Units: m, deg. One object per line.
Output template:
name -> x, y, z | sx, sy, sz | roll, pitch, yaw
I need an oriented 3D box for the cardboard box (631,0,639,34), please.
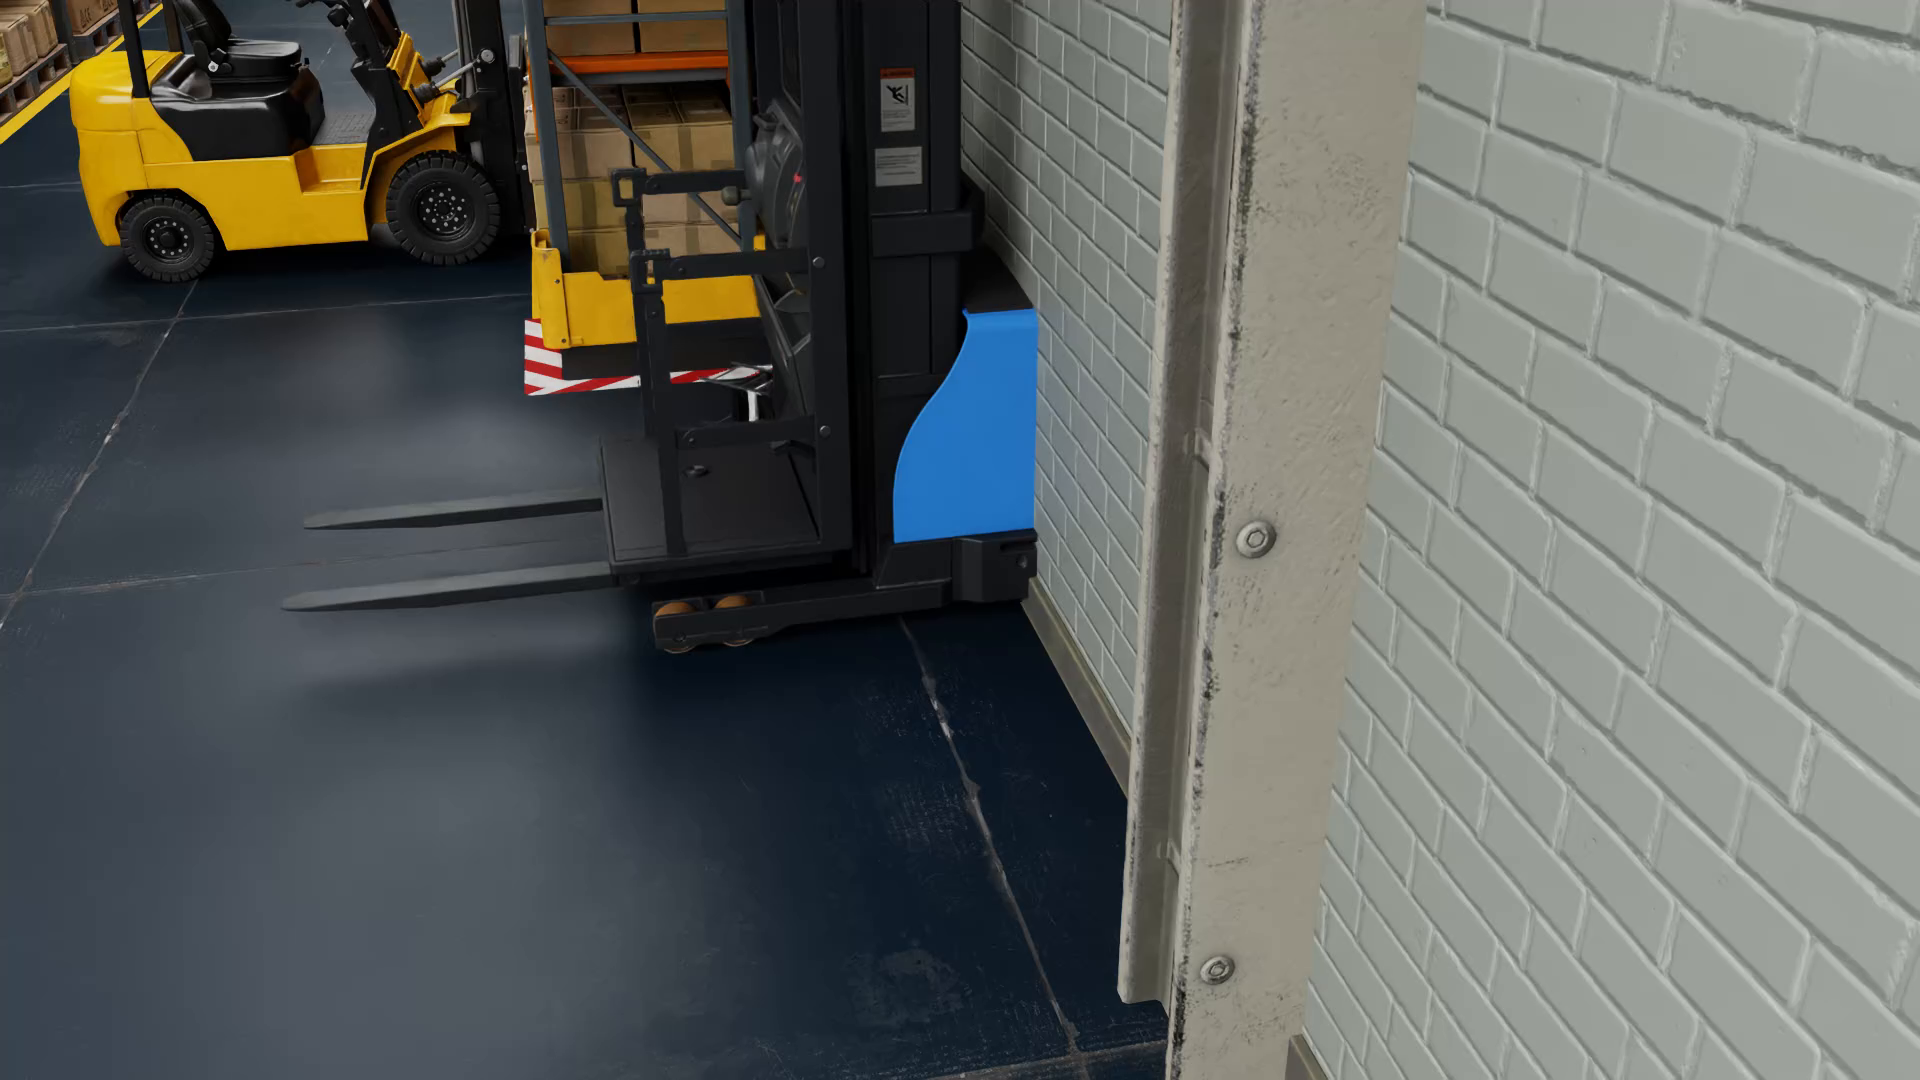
cardboard box -> -1.475, -2.924, 8.603 | 0.500, 0.500, 0.500 | -5, 27, -10

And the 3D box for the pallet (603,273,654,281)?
pallet -> -1.708, -1.494, 8.975 | 1.003, 0.211, 1.213 | -6, 27, -12

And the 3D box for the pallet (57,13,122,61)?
pallet -> -8.237, -4.522, 14.975 | 1.003, 0.211, 1.213 | -6, 27, -12

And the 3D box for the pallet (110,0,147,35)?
pallet -> -8.509, -5.057, 16.034 | 1.003, 0.211, 1.213 | -6, 27, -12

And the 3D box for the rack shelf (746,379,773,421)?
rack shelf -> -0.807, -0.581, 7.163 | 0.077, 0.200, 0.258 | 15, 30, 28

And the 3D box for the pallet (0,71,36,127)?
pallet -> -7.687, -3.291, 12.535 | 1.003, 0.211, 1.213 | -6, 27, -12

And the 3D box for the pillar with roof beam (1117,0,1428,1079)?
pillar with roof beam -> -3.616, -2.411, 1.040 | 9.100, 9.000, 0.400 | -6, 27, -12

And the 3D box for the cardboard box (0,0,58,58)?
cardboard box -> -8.015, -4.179, 13.650 | 0.950, 0.372, 0.625 | -8, 28, -15

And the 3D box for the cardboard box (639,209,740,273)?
cardboard box -> -1.415, -1.602, 8.681 | 0.500, 0.250, 0.500 | -6, 27, -11

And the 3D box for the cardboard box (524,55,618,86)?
cardboard box -> -2.254, -2.651, 9.649 | 0.500, 0.250, 0.500 | -7, 28, -13

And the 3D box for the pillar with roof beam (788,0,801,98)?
pillar with roof beam -> -4.968, -5.045, 6.259 | 9.100, 9.000, 0.400 | -6, 27, -12

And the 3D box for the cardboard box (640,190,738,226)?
cardboard box -> -1.398, -1.818, 8.553 | 0.500, 0.250, 0.500 | -5, 27, -11

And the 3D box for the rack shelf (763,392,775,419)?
rack shelf -> -0.731, -0.561, 7.121 | 0.077, 0.200, 0.258 | 15, 30, 28

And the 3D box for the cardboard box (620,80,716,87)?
cardboard box -> -1.637, -2.483, 9.316 | 0.500, 0.250, 0.500 | -6, 27, -12

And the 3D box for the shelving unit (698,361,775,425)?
shelving unit -> -0.682, -0.548, 7.094 | 0.900, 0.210, 0.258 | 15, 30, 28

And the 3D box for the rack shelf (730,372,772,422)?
rack shelf -> -0.884, -0.602, 7.205 | 0.077, 0.200, 0.258 | 15, 30, 28

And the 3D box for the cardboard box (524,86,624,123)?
cardboard box -> -2.023, -2.207, 8.770 | 0.500, 0.250, 0.500 | -5, 27, -11

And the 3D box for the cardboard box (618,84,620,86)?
cardboard box -> -1.746, -2.709, 9.764 | 0.500, 0.250, 0.500 | -6, 27, -13

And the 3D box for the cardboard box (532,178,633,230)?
cardboard box -> -1.909, -1.772, 8.462 | 0.500, 0.250, 0.500 | -6, 27, -12

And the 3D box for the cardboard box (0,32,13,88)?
cardboard box -> -7.676, -3.522, 12.349 | 0.950, 0.372, 0.625 | -5, 27, -10

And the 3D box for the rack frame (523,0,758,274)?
rack frame -> -1.495, -2.407, 7.690 | 1.000, 3.000, 0.127 | -6, 27, -12

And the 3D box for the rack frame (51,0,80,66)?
rack frame -> -8.133, -5.413, 13.646 | 1.000, 3.000, 0.127 | -6, 27, -12

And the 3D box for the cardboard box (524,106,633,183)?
cardboard box -> -1.902, -1.984, 8.327 | 0.500, 0.250, 0.500 | -5, 27, -10

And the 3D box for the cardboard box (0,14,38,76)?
cardboard box -> -7.841, -3.855, 13.010 | 0.950, 0.372, 0.625 | -6, 27, -13

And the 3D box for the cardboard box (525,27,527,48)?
cardboard box -> -2.488, -3.100, 10.538 | 0.500, 0.250, 0.500 | -6, 27, -12

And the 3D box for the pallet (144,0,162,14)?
pallet -> -8.787, -5.593, 17.097 | 1.003, 0.211, 1.213 | -6, 27, -12

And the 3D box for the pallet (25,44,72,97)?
pallet -> -7.958, -3.825, 13.594 | 1.003, 0.211, 1.213 | -6, 27, -12

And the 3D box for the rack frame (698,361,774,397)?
rack frame -> -0.683, -0.639, 7.049 | 0.900, 0.006, 0.240 | 15, 30, 28

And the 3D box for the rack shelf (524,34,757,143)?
rack shelf -> -1.946, -2.964, 9.591 | 1.077, 0.370, 4.000 | -6, 27, -12

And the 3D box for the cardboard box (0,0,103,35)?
cardboard box -> -8.208, -4.964, 14.648 | 0.875, 0.875, 0.875 | -6, 27, -12

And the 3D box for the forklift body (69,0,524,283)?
forklift body -> -3.700, -2.675, 9.163 | 2.313, 2.155, 1.214 | -6, 27, -12

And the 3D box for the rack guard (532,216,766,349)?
rack guard -> -1.489, -1.280, 8.232 | 1.175, 0.500, 0.348 | -6, 27, -12

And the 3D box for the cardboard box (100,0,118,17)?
cardboard box -> -8.405, -5.356, 15.424 | 0.875, 0.875, 0.875 | -6, 27, -11

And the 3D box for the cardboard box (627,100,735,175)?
cardboard box -> -1.419, -2.043, 8.445 | 0.500, 0.250, 0.500 | -6, 27, -12

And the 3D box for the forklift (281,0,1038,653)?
forklift -> -0.778, -1.195, 5.366 | 3.031, 2.935, 1.130 | -6, 27, -12

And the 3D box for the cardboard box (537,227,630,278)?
cardboard box -> -1.909, -1.541, 8.560 | 0.500, 0.250, 0.500 | -6, 27, -11

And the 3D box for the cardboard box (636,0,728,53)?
cardboard box -> -1.336, -2.697, 8.154 | 0.500, 0.500, 0.500 | -5, 27, -10

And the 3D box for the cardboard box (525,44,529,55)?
cardboard box -> -2.364, -2.882, 10.107 | 0.500, 0.250, 0.500 | -5, 27, -10

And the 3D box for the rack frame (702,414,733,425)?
rack frame -> -0.681, -0.457, 7.140 | 0.900, 0.006, 0.240 | 15, 30, 28

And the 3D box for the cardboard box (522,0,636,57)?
cardboard box -> -1.862, -2.641, 8.042 | 0.500, 0.500, 0.500 | -7, 28, -13

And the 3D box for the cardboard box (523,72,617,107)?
cardboard box -> -2.147, -2.428, 9.207 | 0.500, 0.250, 0.500 | -6, 27, -11

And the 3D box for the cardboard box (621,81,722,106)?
cardboard box -> -1.535, -2.262, 8.879 | 0.500, 0.250, 0.500 | -6, 27, -12
